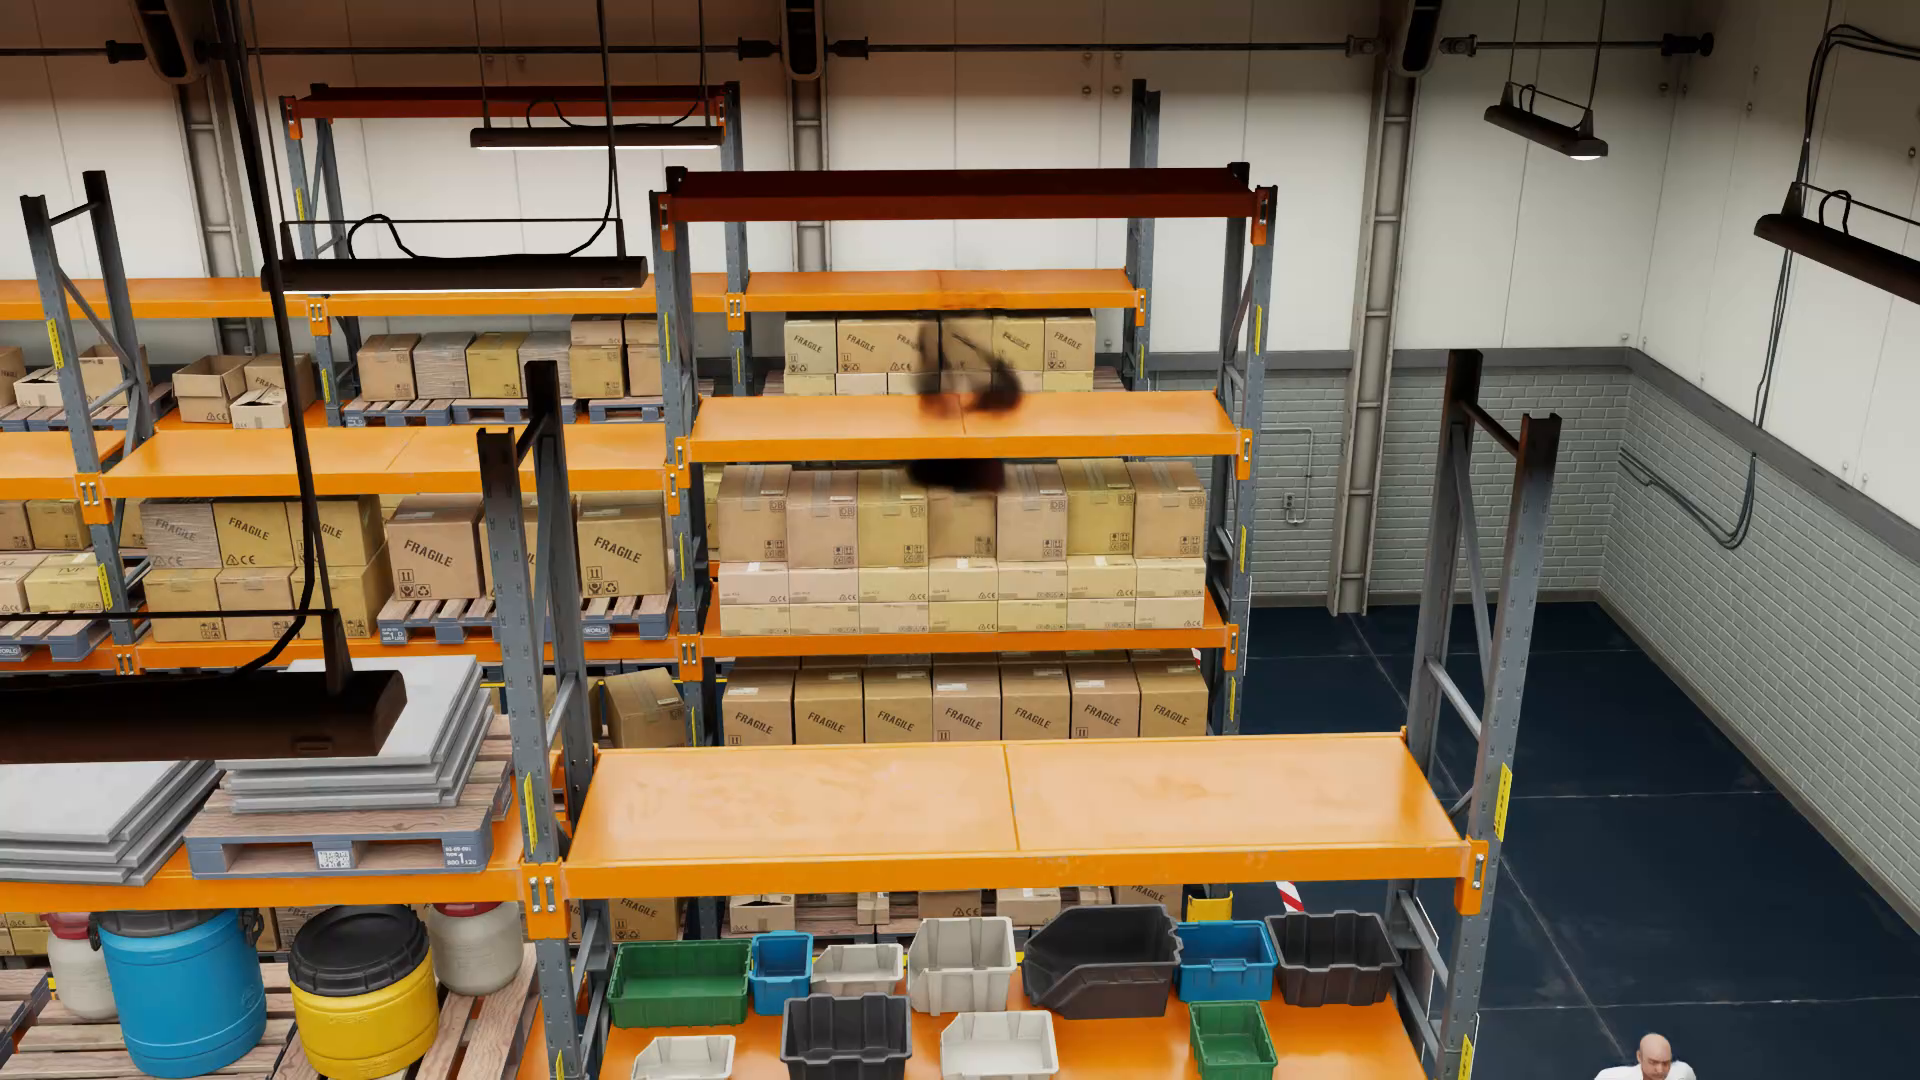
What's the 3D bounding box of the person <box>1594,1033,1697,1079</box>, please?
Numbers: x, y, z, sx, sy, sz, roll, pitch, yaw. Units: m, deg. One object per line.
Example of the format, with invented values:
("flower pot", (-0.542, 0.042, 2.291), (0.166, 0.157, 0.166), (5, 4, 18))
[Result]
("person", (3.929, 3.653, 9.742), (0.702, 1.823, 0.918), (4, 23, 11))
